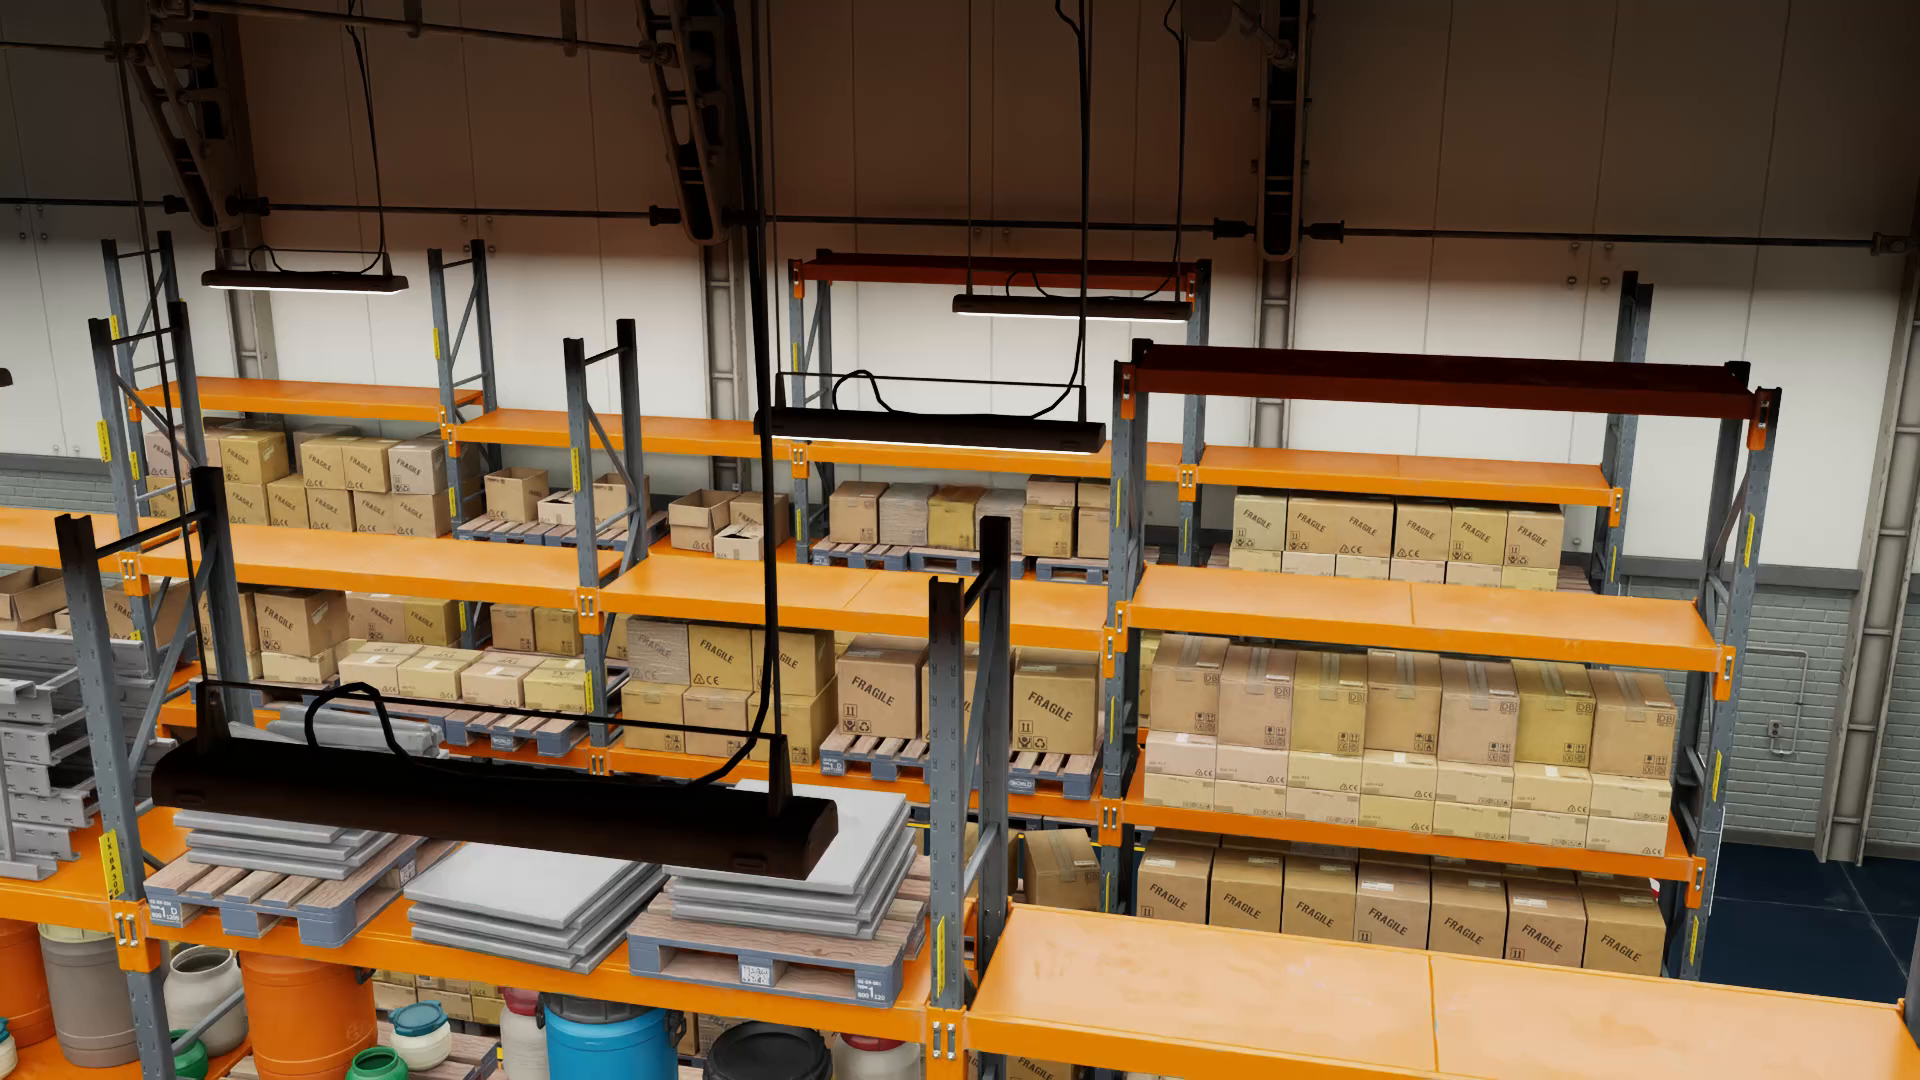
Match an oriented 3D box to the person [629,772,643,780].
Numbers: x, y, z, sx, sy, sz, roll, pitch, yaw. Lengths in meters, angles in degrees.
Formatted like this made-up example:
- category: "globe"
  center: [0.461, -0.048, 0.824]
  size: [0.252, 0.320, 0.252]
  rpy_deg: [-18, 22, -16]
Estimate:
- category: "person"
  center: [-3.098, 2.801, 15.854]
  size: [0.966, 1.607, 0.465]
  rpy_deg: [7, 18, 21]
